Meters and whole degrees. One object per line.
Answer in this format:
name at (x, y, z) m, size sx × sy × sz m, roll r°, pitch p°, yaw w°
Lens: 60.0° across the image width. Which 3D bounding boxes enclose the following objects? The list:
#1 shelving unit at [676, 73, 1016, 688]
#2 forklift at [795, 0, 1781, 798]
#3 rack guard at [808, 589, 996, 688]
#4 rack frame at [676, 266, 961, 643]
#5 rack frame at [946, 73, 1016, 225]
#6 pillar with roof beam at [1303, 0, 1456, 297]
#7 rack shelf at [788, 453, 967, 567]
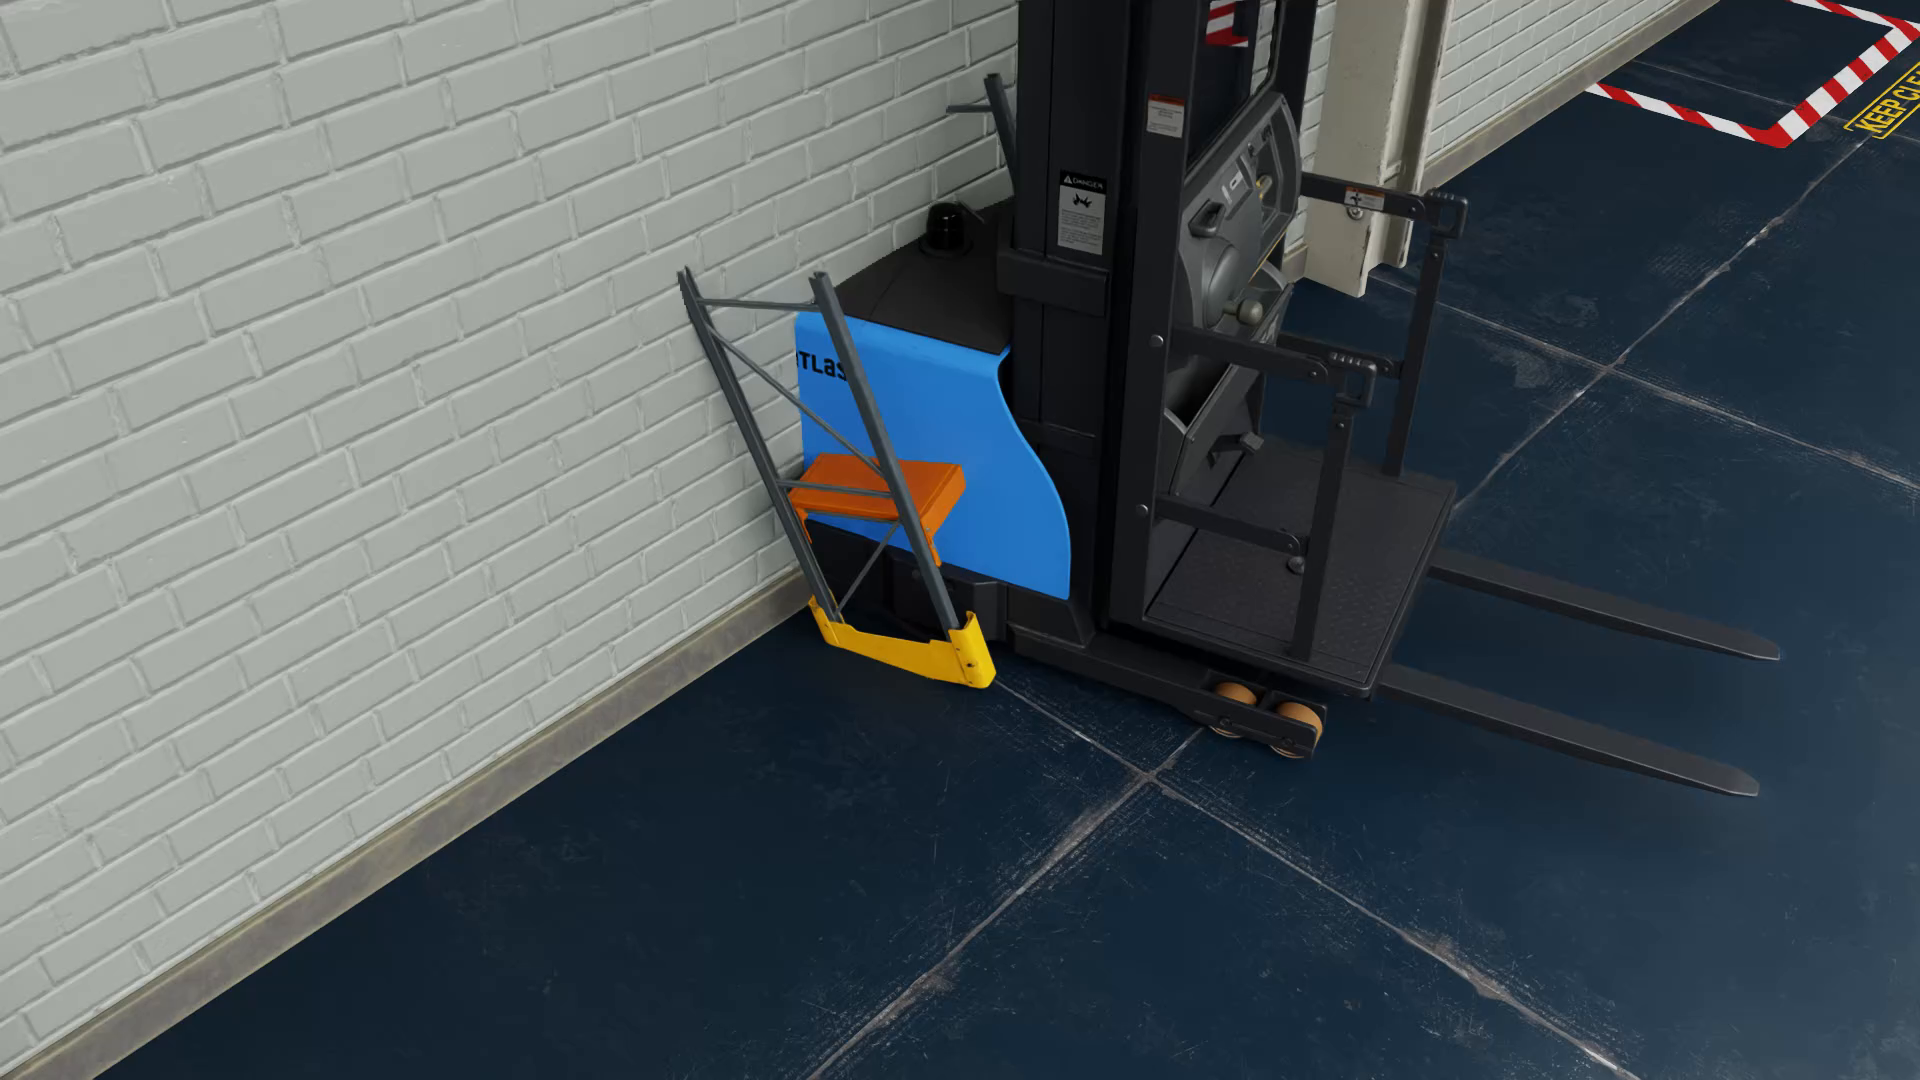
shelving unit at (-0.127, -0.488, 5.109) m, size 0.587 × 1.500 × 1.083 m, roll 8°, pitch 46°, yaw 30°
forklift at (0.956, -0.880, 4.501) m, size 3.031 × 2.935 × 1.130 m, roll 17°, pitch 42°, yaw 20°
rack guard at (-0.183, 0.304, 5.197) m, size 0.587 × 0.250 × 0.087 m, roll 8°, pitch 46°, yaw 30°
rack frame at (-0.357, -0.144, 4.798) m, size 0.500 × 1.500 × 0.032 m, roll 8°, pitch 46°, yaw 30°
rack frame at (0.095, -0.820, 5.408) m, size 0.500 × 1.500 × 0.032 m, roll 8°, pitch 46°, yaw 30°
pillar with roof beam at (4.882, -2.895, 2.160) m, size 9.100 × 9.000 × 0.400 m, roll 30°, pitch 47°, yaw 32°
rack shelf at (-0.084, -0.349, 5.215) m, size 0.538 × 0.185 × 1.000 m, roll 8°, pitch 46°, yaw 30°
